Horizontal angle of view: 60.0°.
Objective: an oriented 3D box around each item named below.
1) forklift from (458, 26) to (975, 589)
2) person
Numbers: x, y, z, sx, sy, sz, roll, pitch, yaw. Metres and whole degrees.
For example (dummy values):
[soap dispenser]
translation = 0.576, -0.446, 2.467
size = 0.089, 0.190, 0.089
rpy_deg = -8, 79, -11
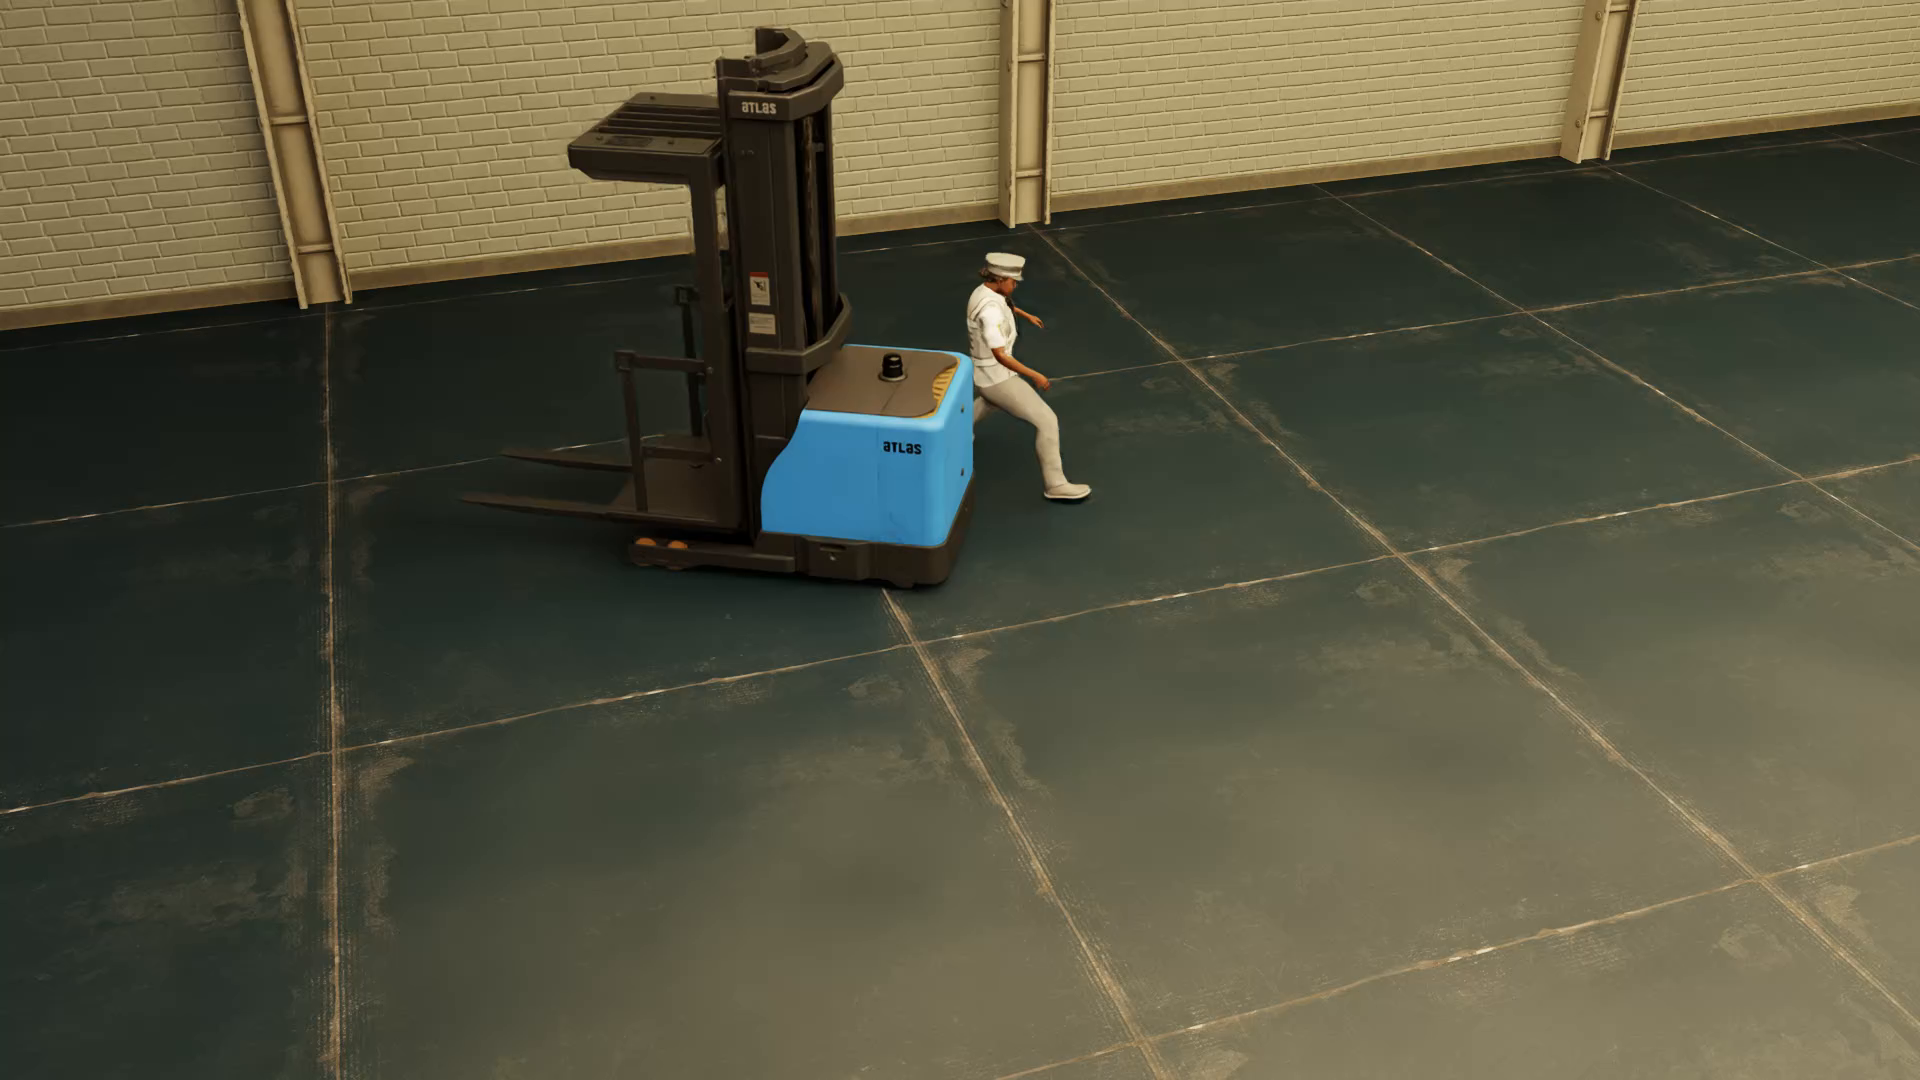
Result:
[forklift]
translation = -1.478, -1.346, 9.427
size = 3.031, 2.935, 1.130
rpy_deg = 5, 30, 9
[person]
translation = 0.319, -1.079, 10.468
size = 0.945, 1.515, 0.983
rpy_deg = -2, 30, -4
